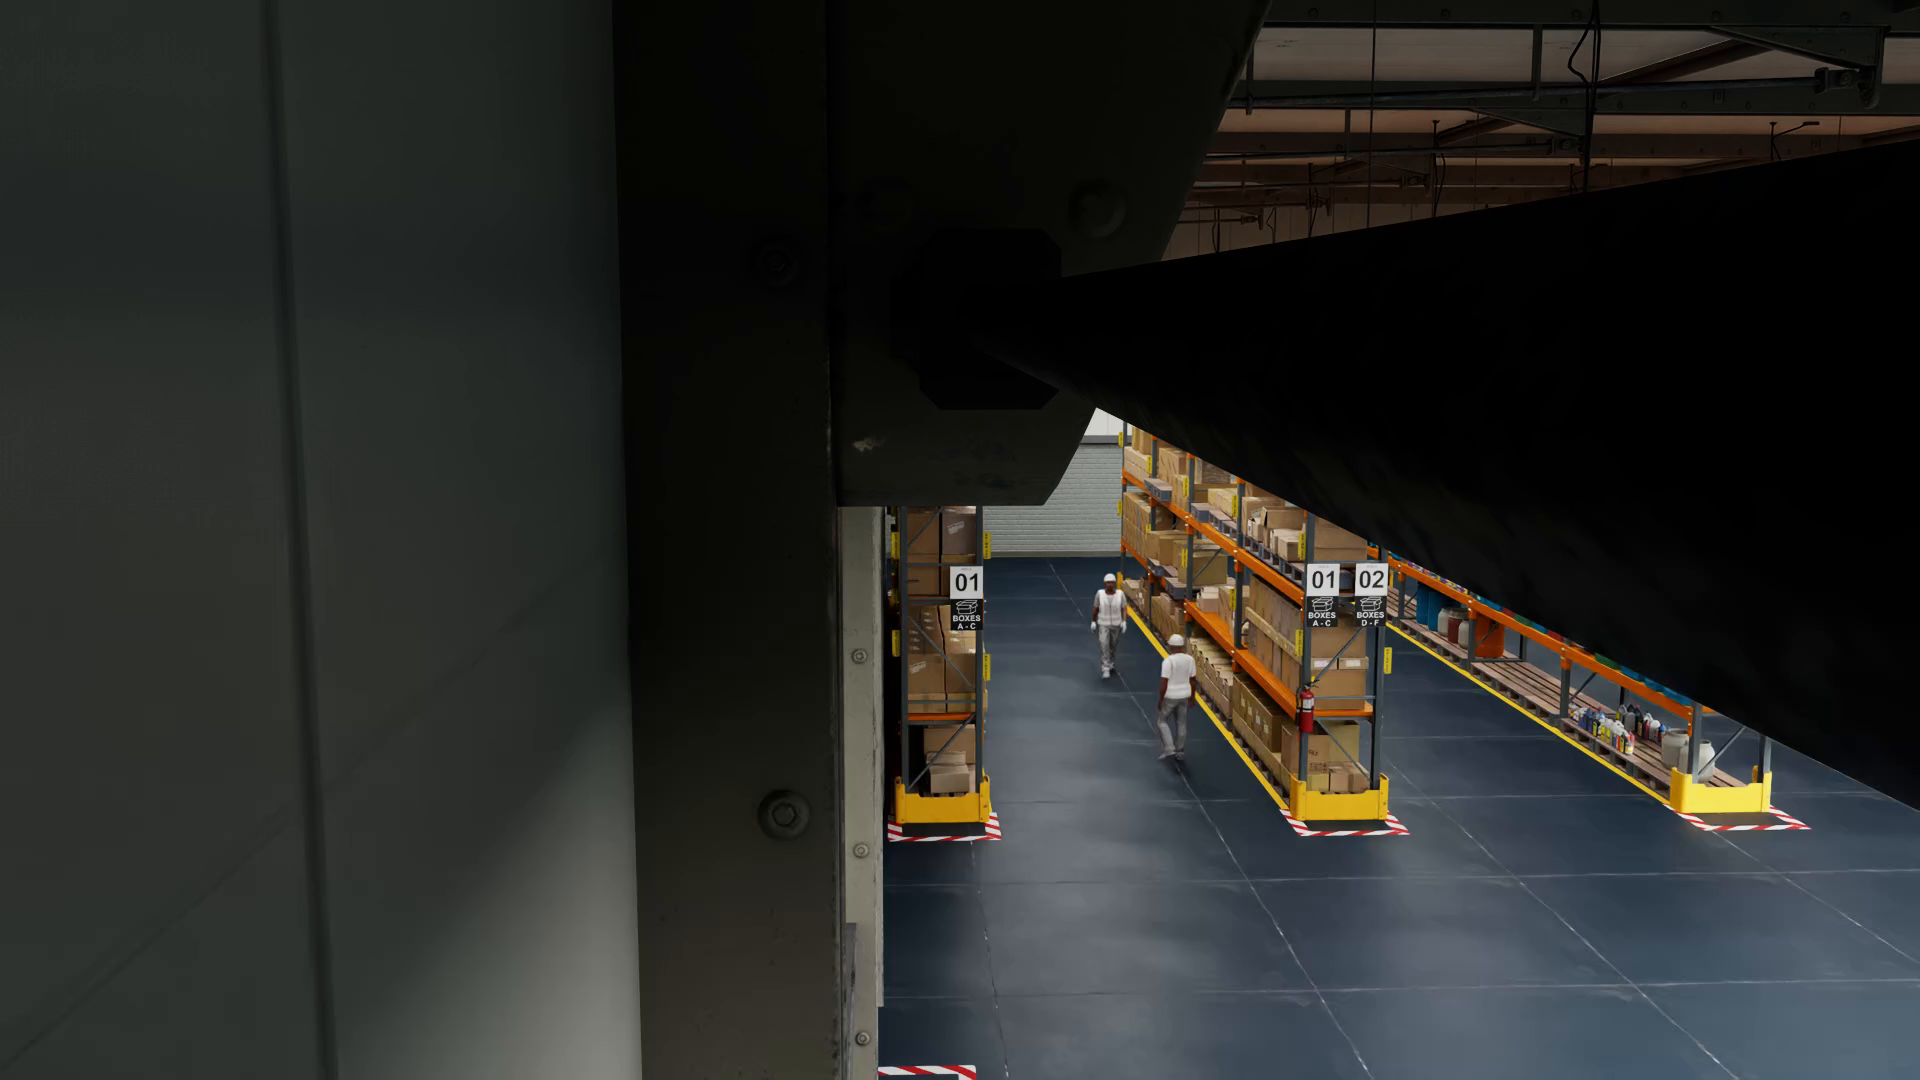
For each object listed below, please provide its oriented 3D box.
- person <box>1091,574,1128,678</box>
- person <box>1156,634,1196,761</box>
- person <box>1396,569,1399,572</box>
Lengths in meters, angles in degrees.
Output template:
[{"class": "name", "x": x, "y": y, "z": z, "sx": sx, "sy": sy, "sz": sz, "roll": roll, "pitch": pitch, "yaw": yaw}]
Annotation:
[{"class": "person", "x": 2.592, "y": 1.443, "z": 28.531, "sx": 0.585, "sy": 1.714, "sz": 1.054, "roll": -1, "pitch": 8, "yaw": -7}, {"class": "person", "x": 3.020, "y": 2.207, "z": 23.279, "sx": 0.609, "sy": 1.787, "sz": 0.403, "roll": -4, "pitch": 9, "yaw": -25}, {"class": "person", "x": 10.267, "y": -0.129, "z": 39.685, "sx": 0.619, "sy": 1.729, "sz": 1.055, "roll": -1, "pitch": 8, "yaw": -7}]
